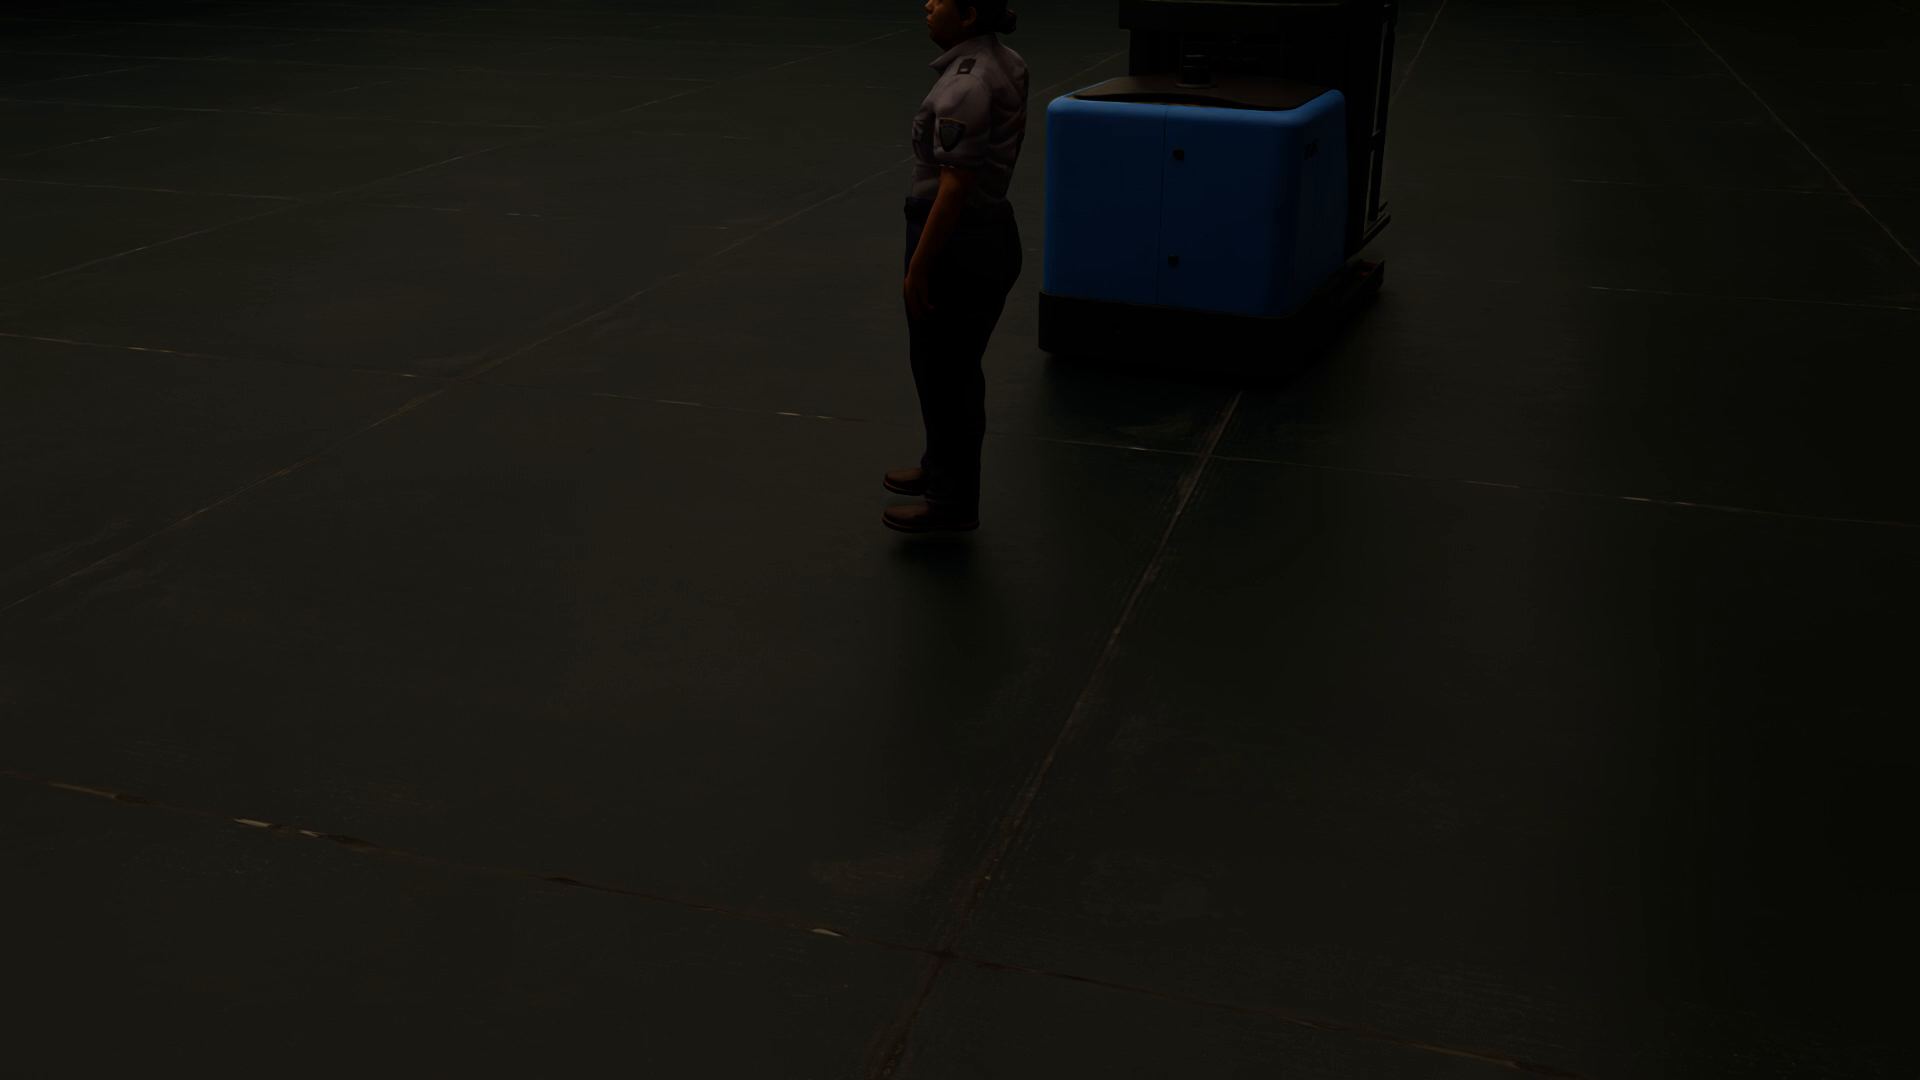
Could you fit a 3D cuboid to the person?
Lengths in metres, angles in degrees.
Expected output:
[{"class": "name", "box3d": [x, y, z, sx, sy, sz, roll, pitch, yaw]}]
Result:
[{"class": "person", "box3d": [-0.078, -0.820, 4.834, 0.503, 1.640, 0.598, 7, 23, 16]}]

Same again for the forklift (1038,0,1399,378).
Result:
[{"class": "forklift", "box3d": [1.383, -2.511, 7.363, 1.130, 2.935, 3.031, 10, 24, 22]}]
